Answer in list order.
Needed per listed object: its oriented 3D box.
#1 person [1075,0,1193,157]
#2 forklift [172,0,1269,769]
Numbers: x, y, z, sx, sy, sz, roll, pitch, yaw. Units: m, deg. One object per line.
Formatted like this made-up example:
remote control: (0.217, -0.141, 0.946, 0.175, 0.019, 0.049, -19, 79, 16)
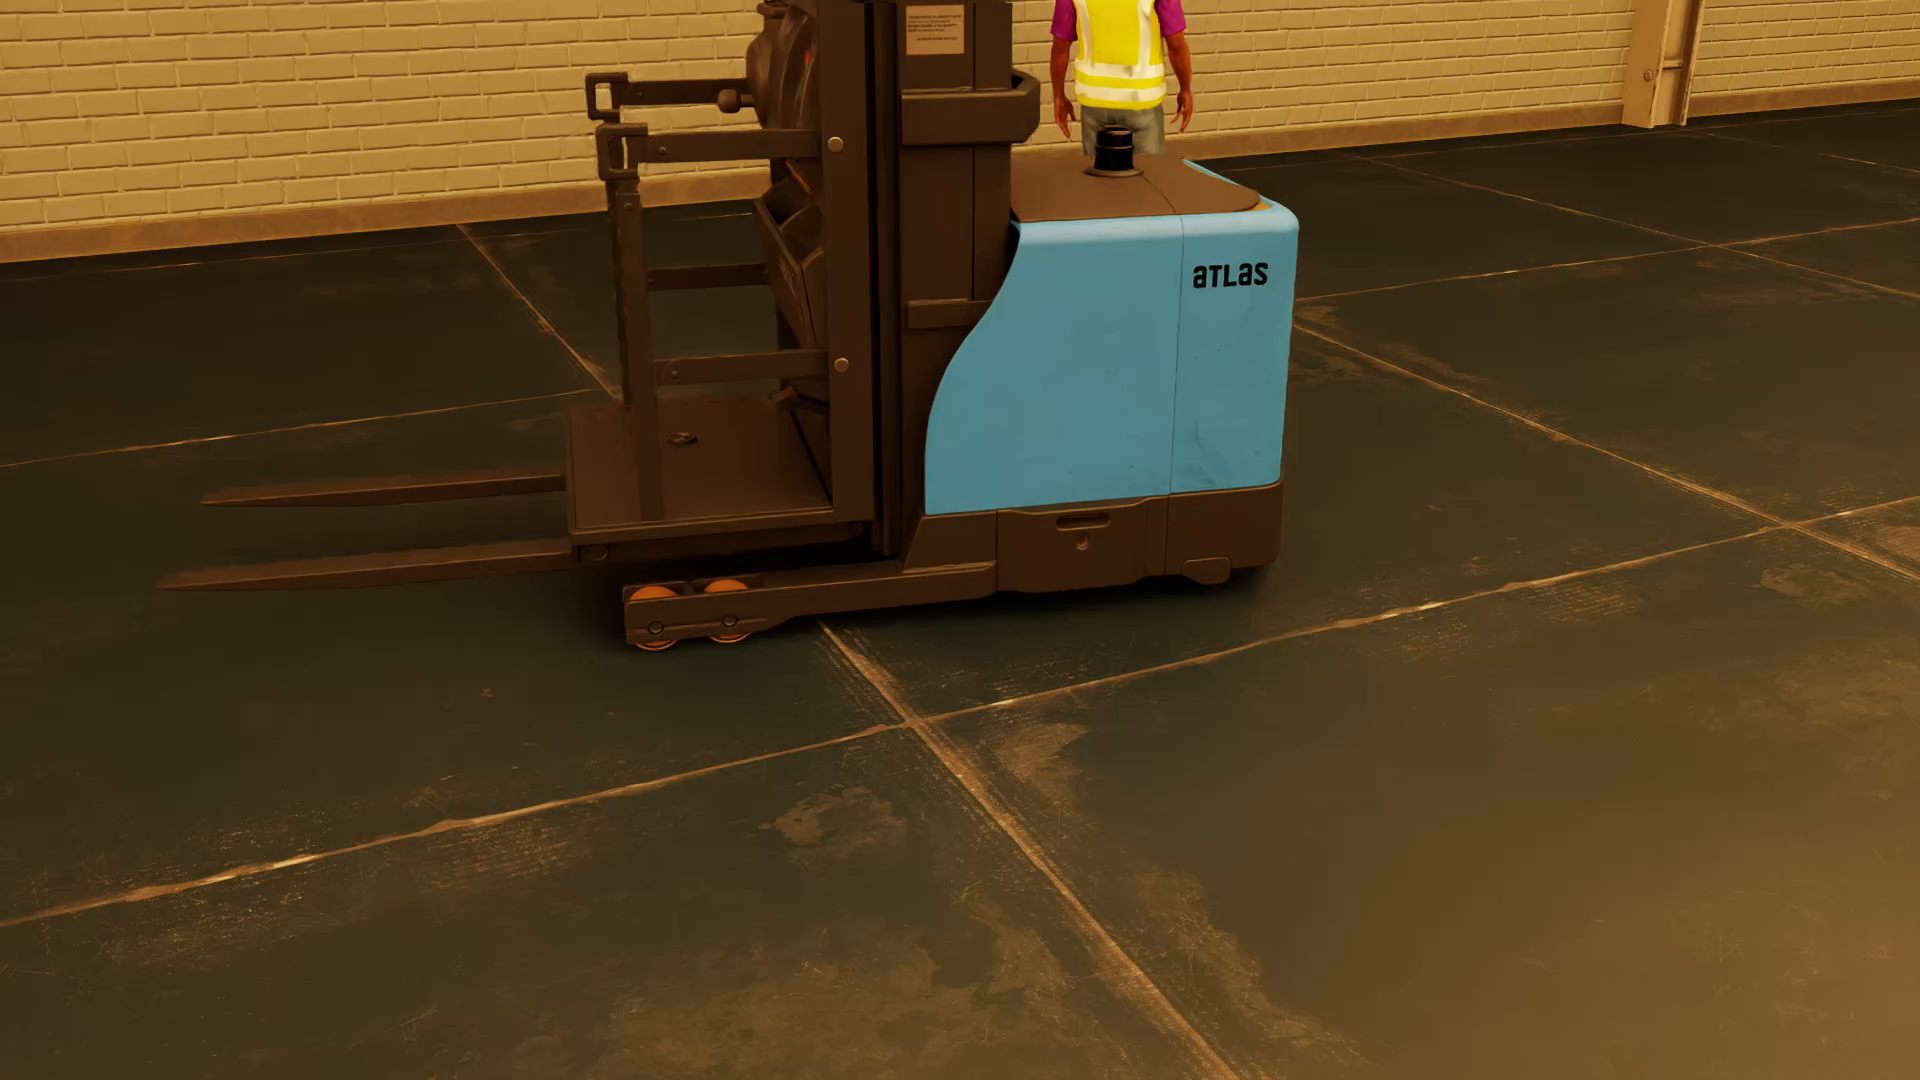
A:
person: (0.768, -2.079, 7.792, 0.665, 1.767, 0.573, 6, 23, 14)
forklift: (-0.496, -1.173, 4.110, 3.031, 2.935, 1.130, -20, 30, -39)
